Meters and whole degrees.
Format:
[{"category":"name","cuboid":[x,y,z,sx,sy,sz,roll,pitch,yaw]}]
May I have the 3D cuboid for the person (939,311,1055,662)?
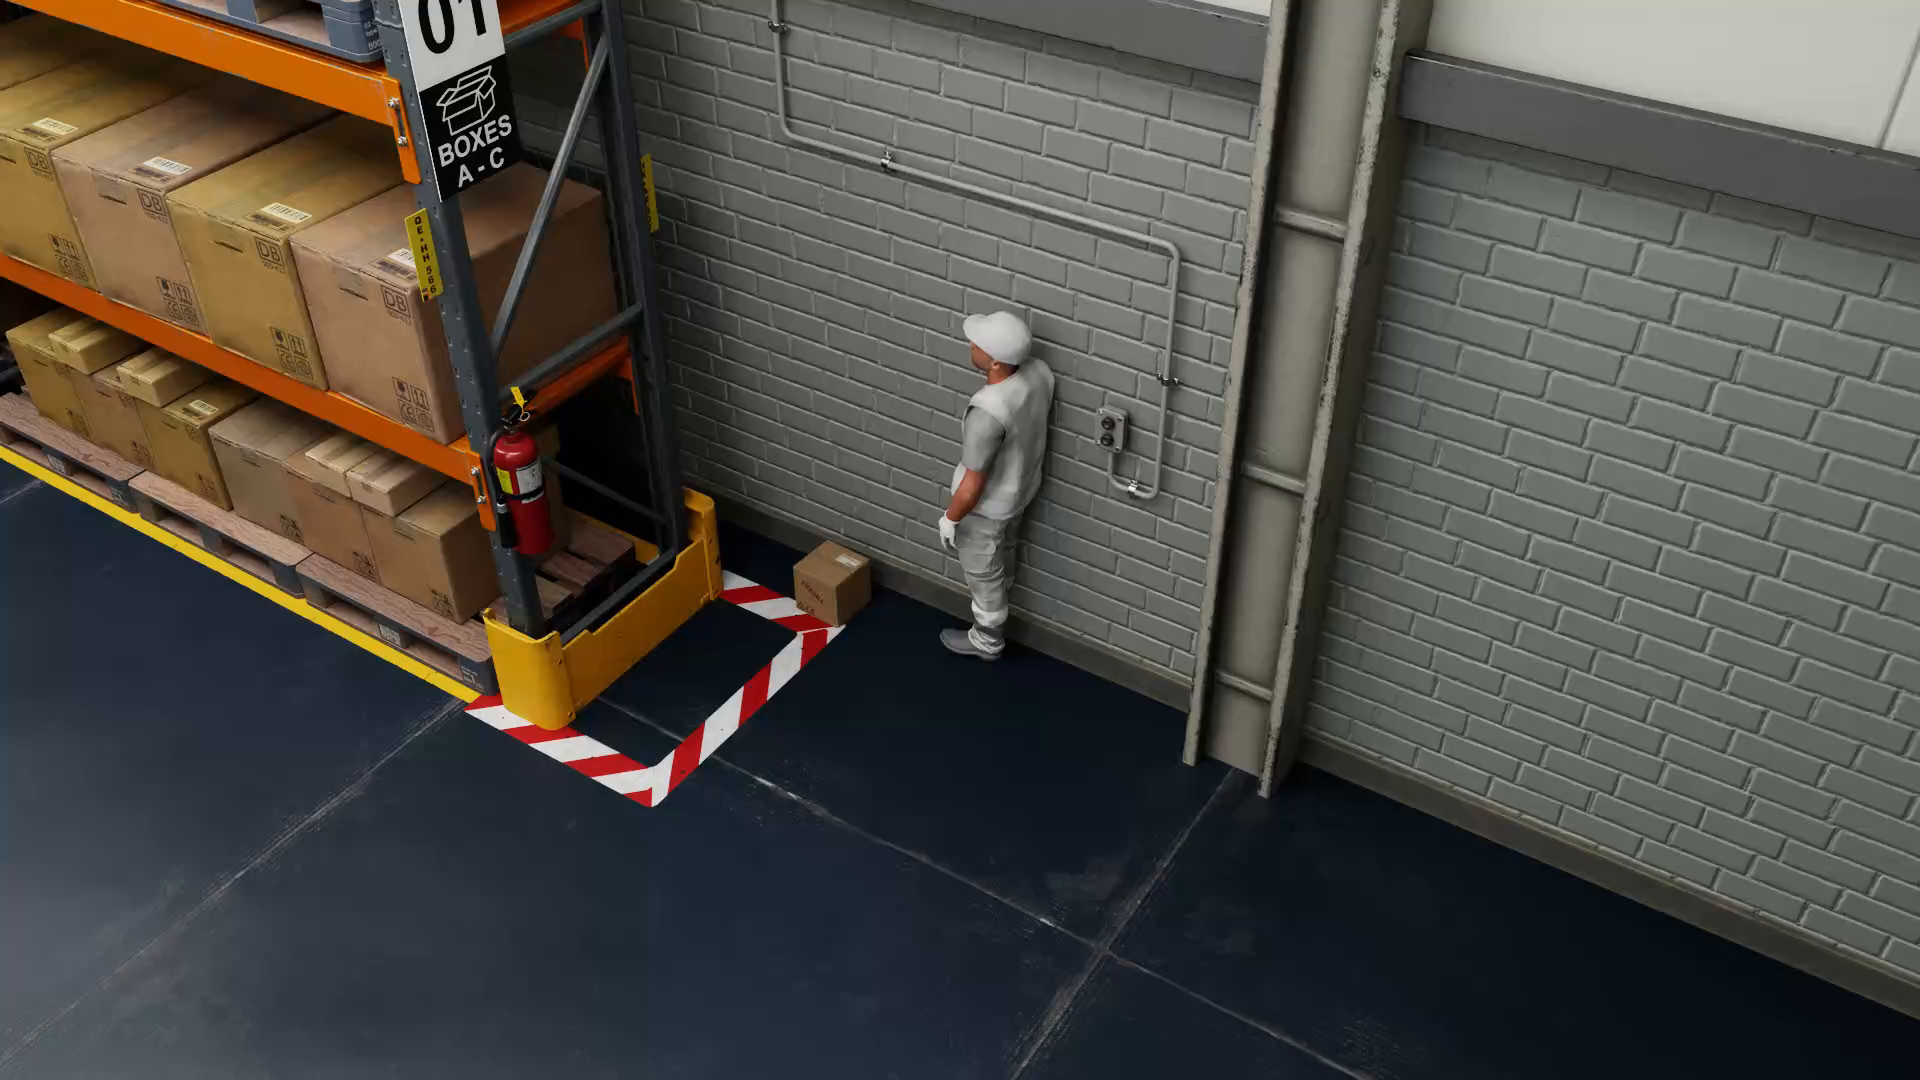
[{"category":"person","cuboid":[0.079,-0.225,6.933,0.563,1.788,0.638,22,43,26]}]
